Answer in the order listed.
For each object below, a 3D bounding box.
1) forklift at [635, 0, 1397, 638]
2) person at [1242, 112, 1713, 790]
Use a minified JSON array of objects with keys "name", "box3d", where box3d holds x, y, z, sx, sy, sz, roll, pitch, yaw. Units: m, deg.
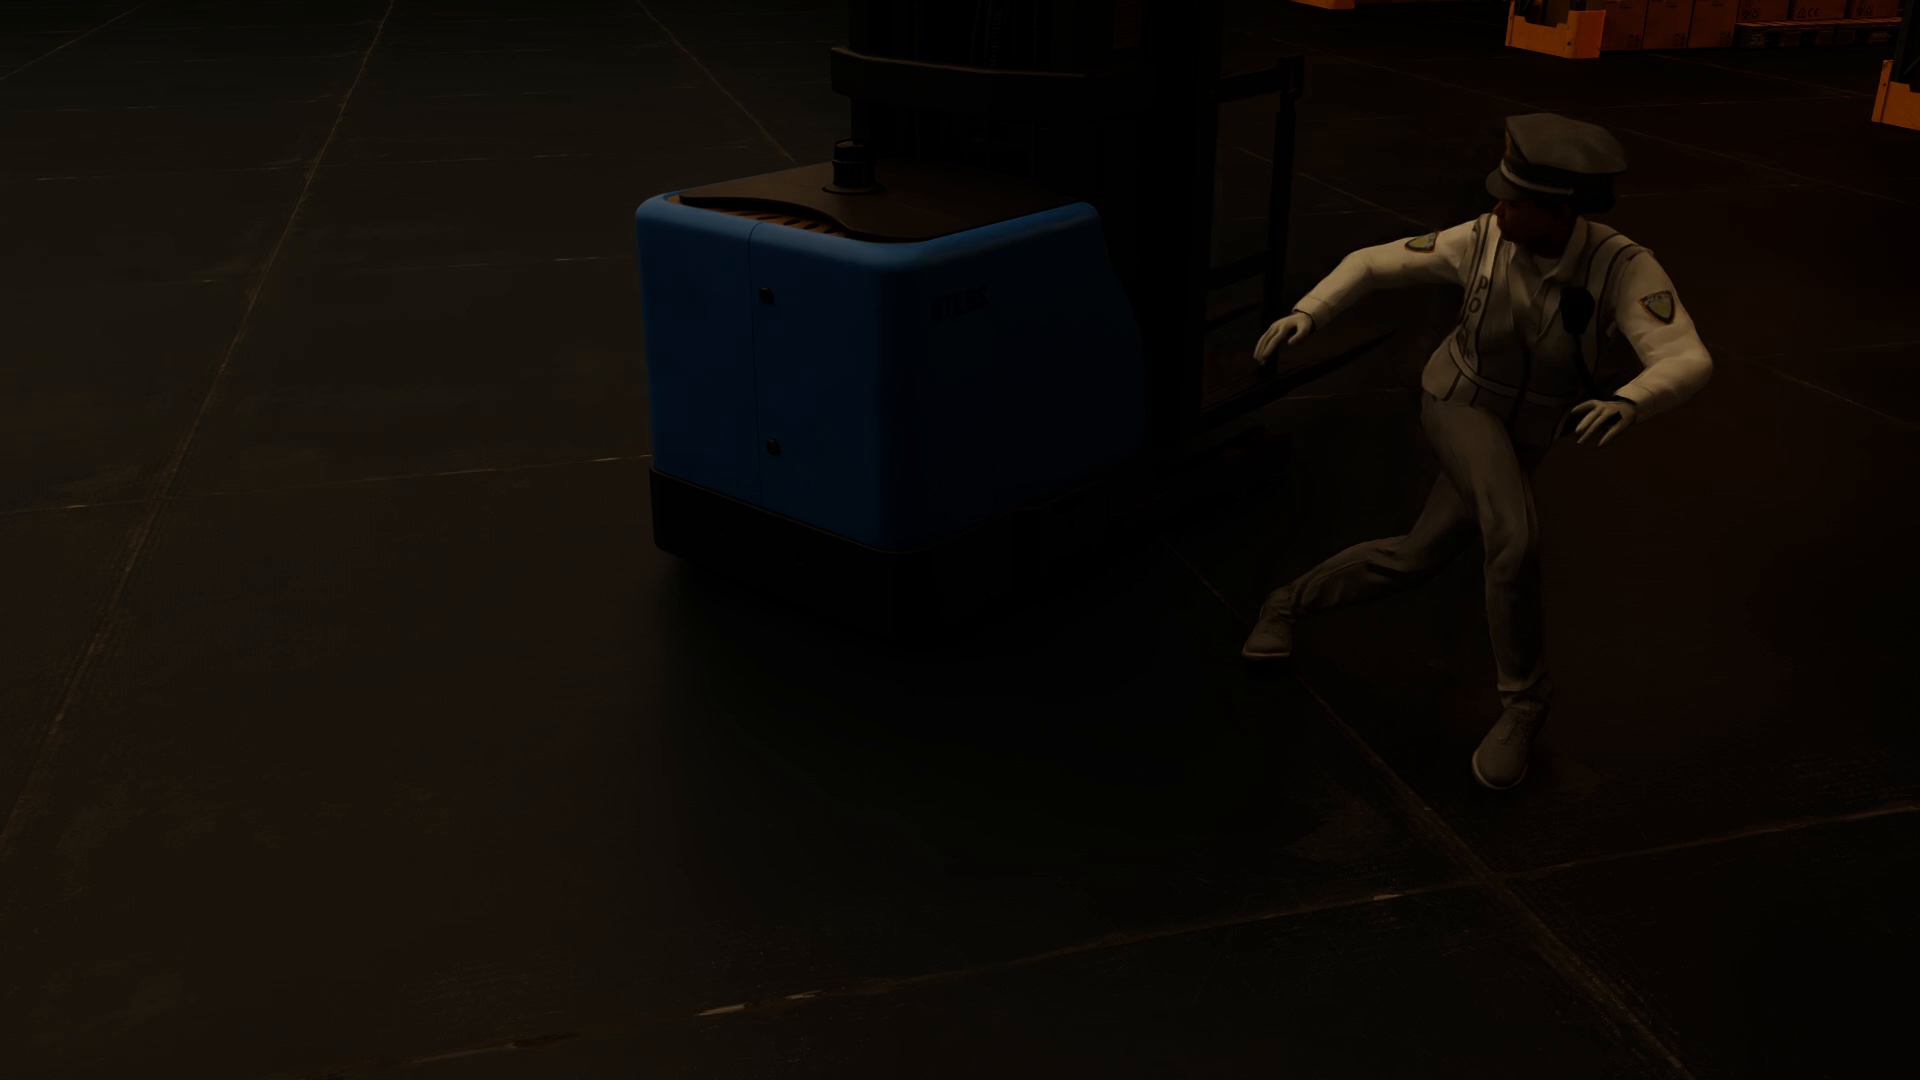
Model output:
[{"name":"forklift","box3d":[0.447,-1.596,5.059,1.130,2.935,3.031,19,29,37]},{"name":"person","box3d":[1.096,-0.200,3.705,0.889,1.458,0.963,1,23,3]}]
